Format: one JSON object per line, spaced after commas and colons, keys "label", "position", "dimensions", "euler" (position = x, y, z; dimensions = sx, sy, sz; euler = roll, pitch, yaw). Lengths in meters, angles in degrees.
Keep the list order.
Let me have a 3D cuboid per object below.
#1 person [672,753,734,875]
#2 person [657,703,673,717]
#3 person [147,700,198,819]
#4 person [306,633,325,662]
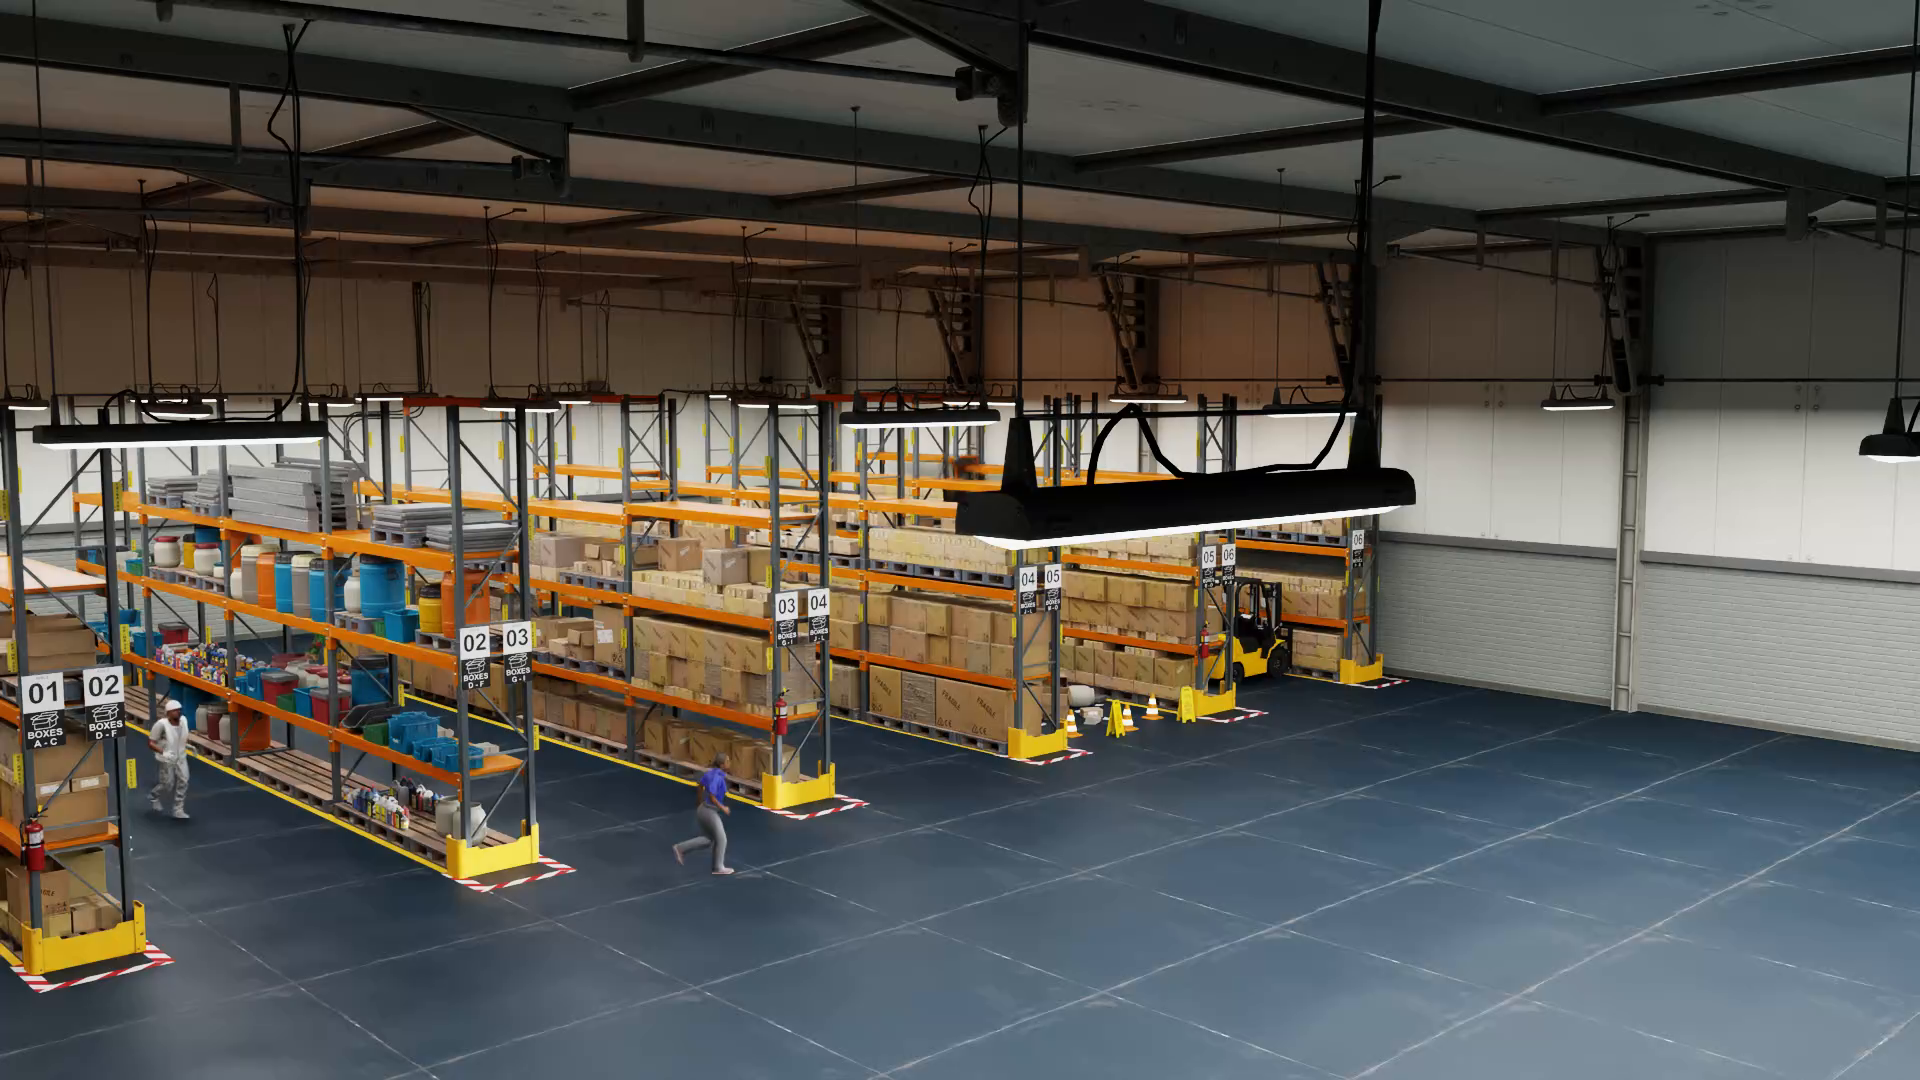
{"label": "person", "position": [-3.262, 3.501, 21.098], "dimensions": [0.733, 1.606, 0.564], "euler": [-1, 6, -12]}
{"label": "person", "position": [-5.215, 2.581, 30.380], "dimensions": [0.831, 1.716, 0.671], "euler": [0, 6, -4]}
{"label": "person", "position": [-11.459, 3.152, 24.031], "dimensions": [0.795, 1.732, 0.684], "euler": [3, 6, 31]}
{"label": "person", "position": [-14.476, 1.854, 37.656], "dimensions": [0.602, 1.786, 0.750], "euler": [0, 6, 2]}
